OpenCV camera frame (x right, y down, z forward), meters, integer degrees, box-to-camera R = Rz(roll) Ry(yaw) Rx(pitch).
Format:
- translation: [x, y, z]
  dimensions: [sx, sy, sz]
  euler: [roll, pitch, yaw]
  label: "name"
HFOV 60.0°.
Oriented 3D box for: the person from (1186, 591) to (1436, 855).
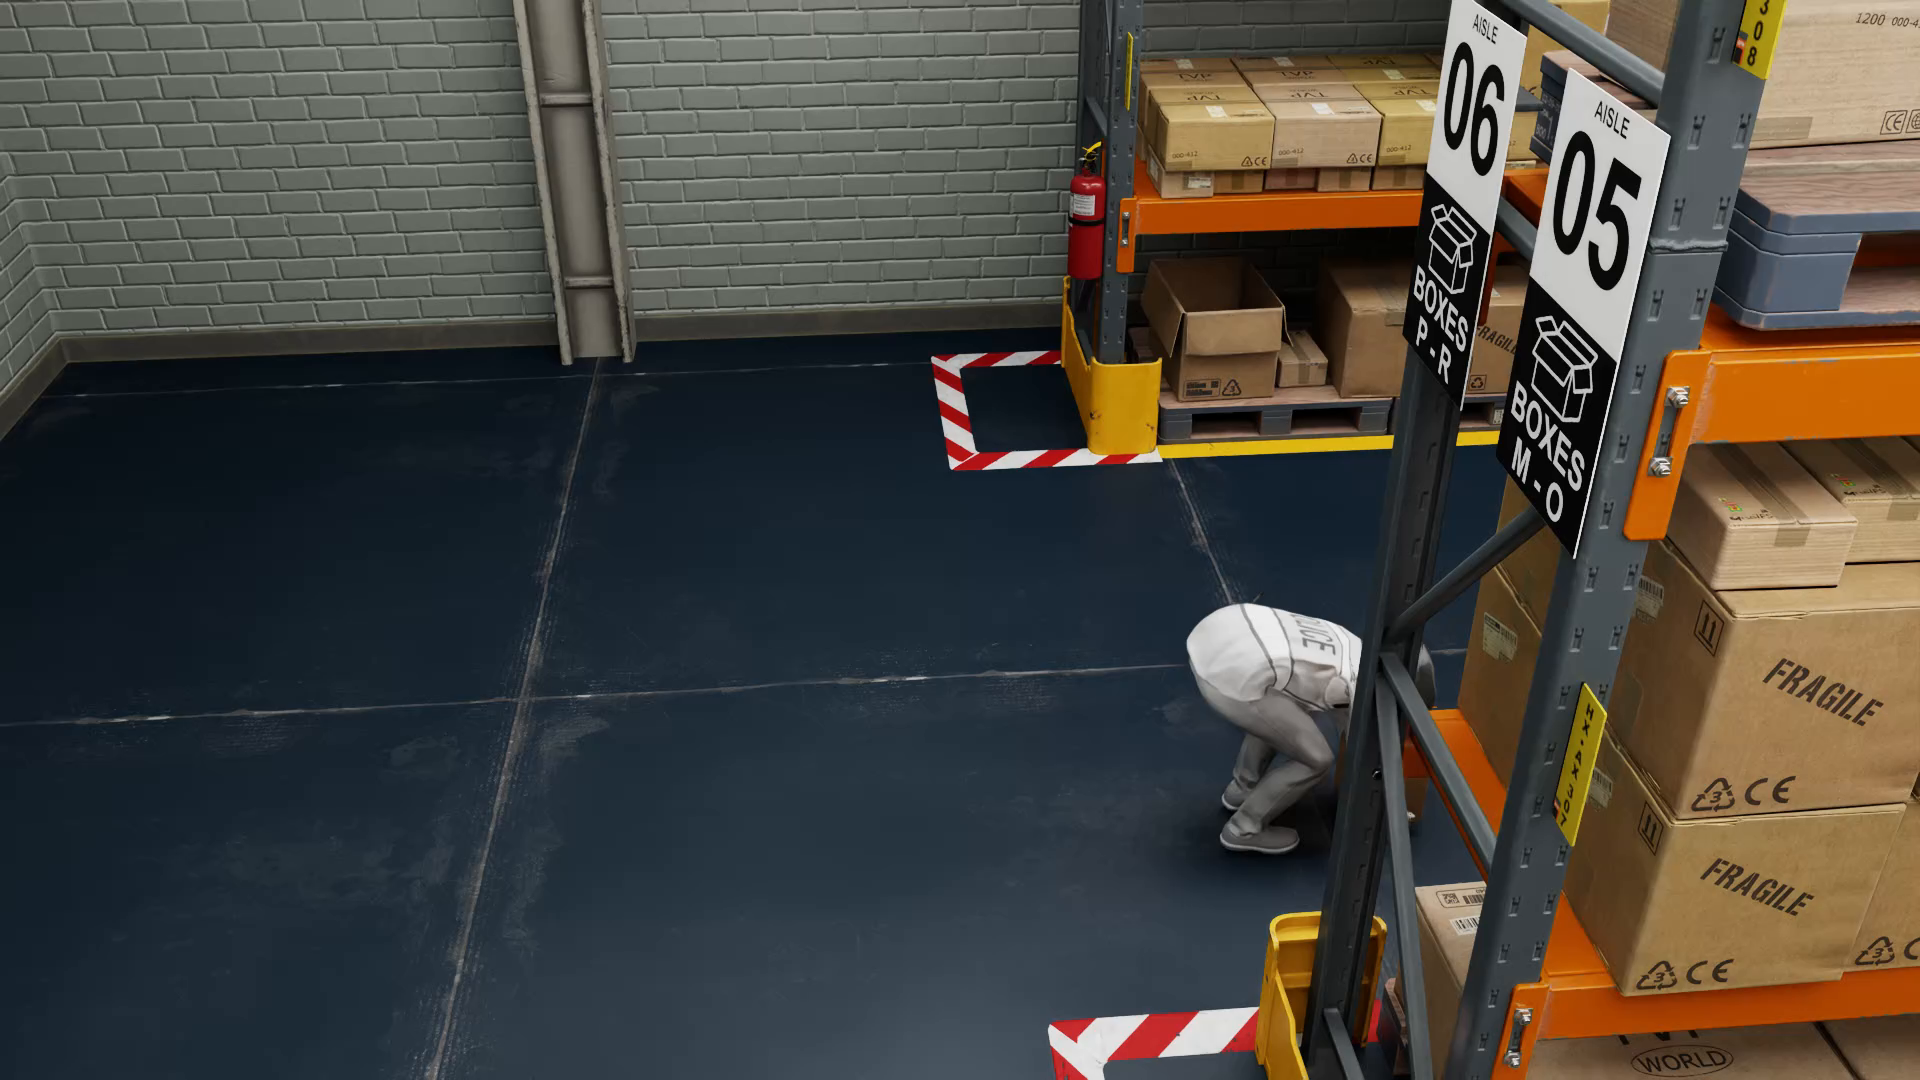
- translation: [1.219, 0.636, 5.821]
  dimensions: [0.871, 0.903, 0.445]
  euler: [-4, 32, -7]
  label: "person"
